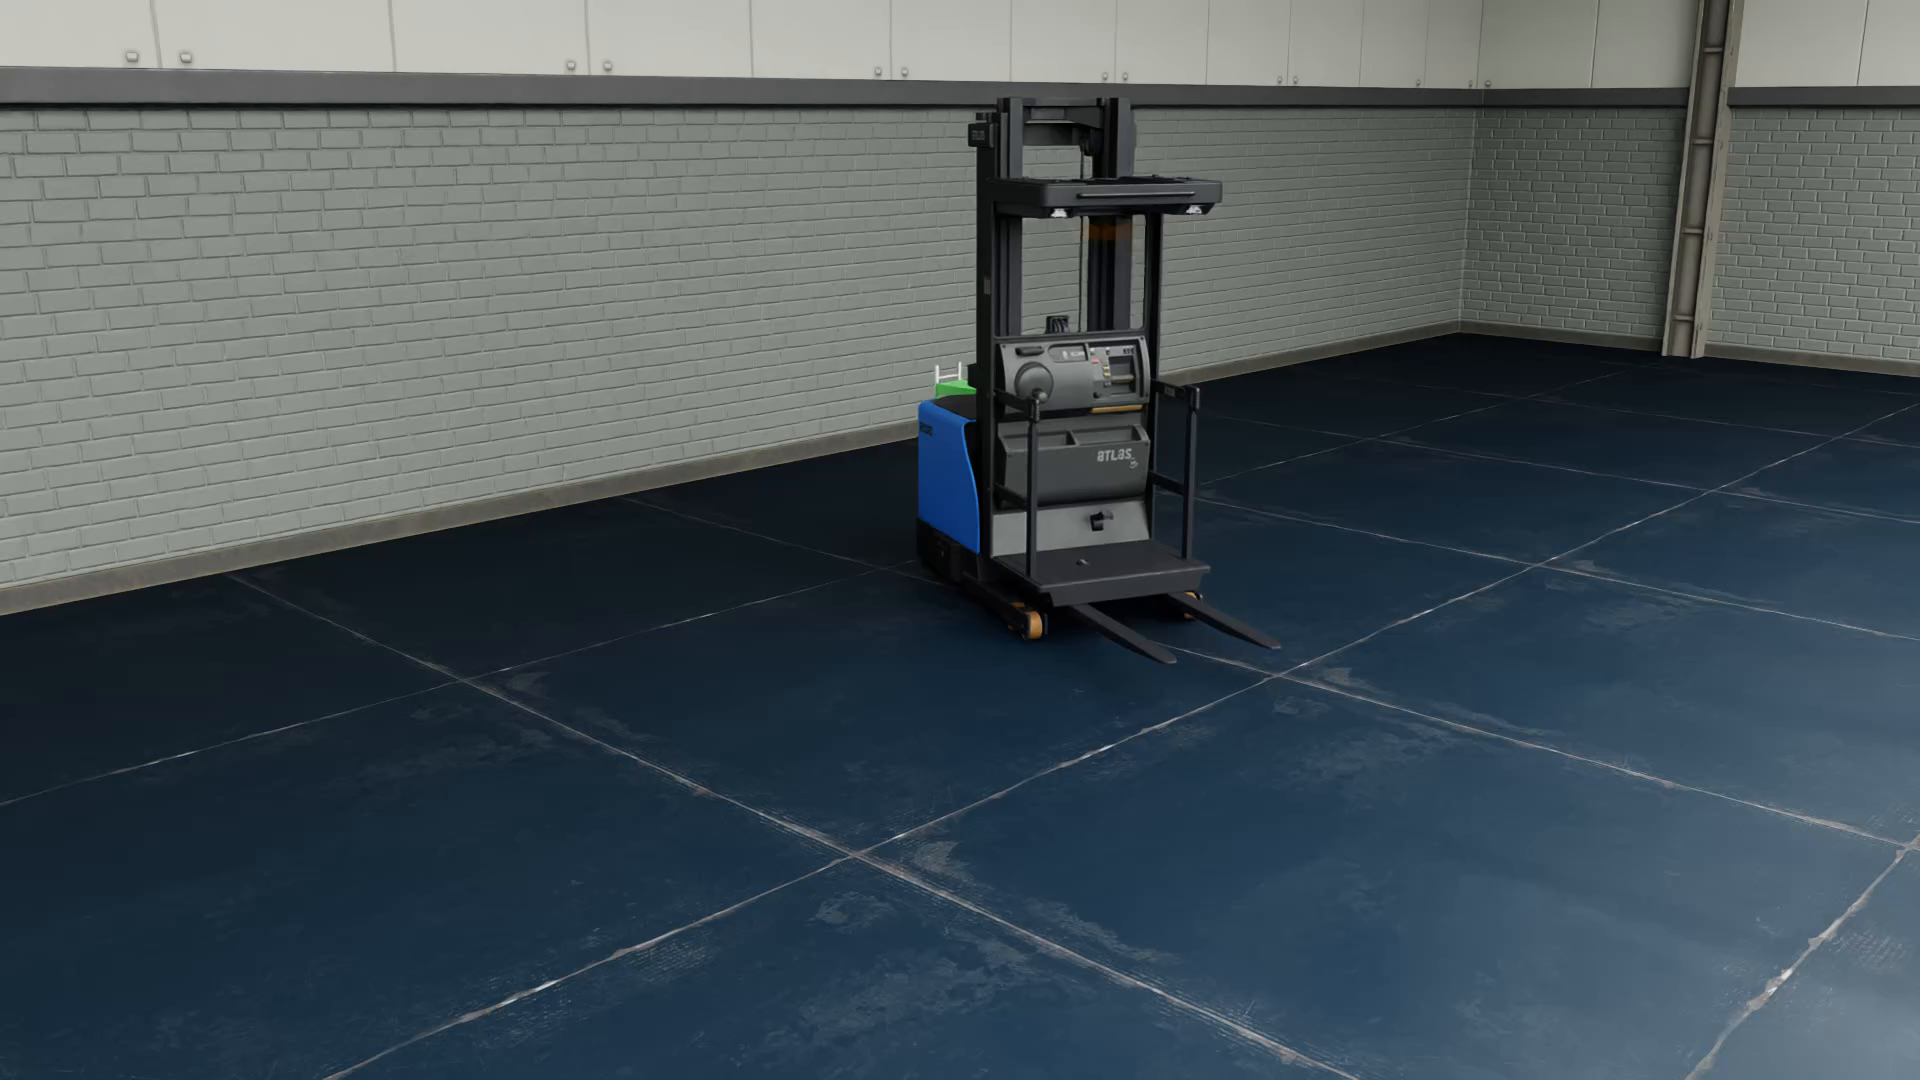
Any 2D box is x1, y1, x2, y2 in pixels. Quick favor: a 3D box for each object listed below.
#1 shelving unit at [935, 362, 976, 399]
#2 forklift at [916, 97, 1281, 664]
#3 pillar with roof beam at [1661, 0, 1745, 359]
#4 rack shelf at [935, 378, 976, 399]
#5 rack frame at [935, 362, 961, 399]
[{"bbox_3d":[0.094,-0.567,11.230,0.503,1.200,0.258,14,20,42],"label":"shelving unit"},{"bbox_3d":[0.749,-0.979,9.376,1.130,2.935,3.031,-6,16,-22],"label":"forklift"},{"bbox_3d":[5.664,-5.781,15.771,0.400,9.000,9.100,14,20,42],"label":"pillar with roof beam"},{"bbox_3d":[0.094,-0.970,11.125,0.480,0.148,0.258,14,20,42],"label":"rack shelf"},{"bbox_3d":[-0.081,-0.610,11.395,0.015,1.200,0.240,14,20,42],"label":"rack frame"}]
